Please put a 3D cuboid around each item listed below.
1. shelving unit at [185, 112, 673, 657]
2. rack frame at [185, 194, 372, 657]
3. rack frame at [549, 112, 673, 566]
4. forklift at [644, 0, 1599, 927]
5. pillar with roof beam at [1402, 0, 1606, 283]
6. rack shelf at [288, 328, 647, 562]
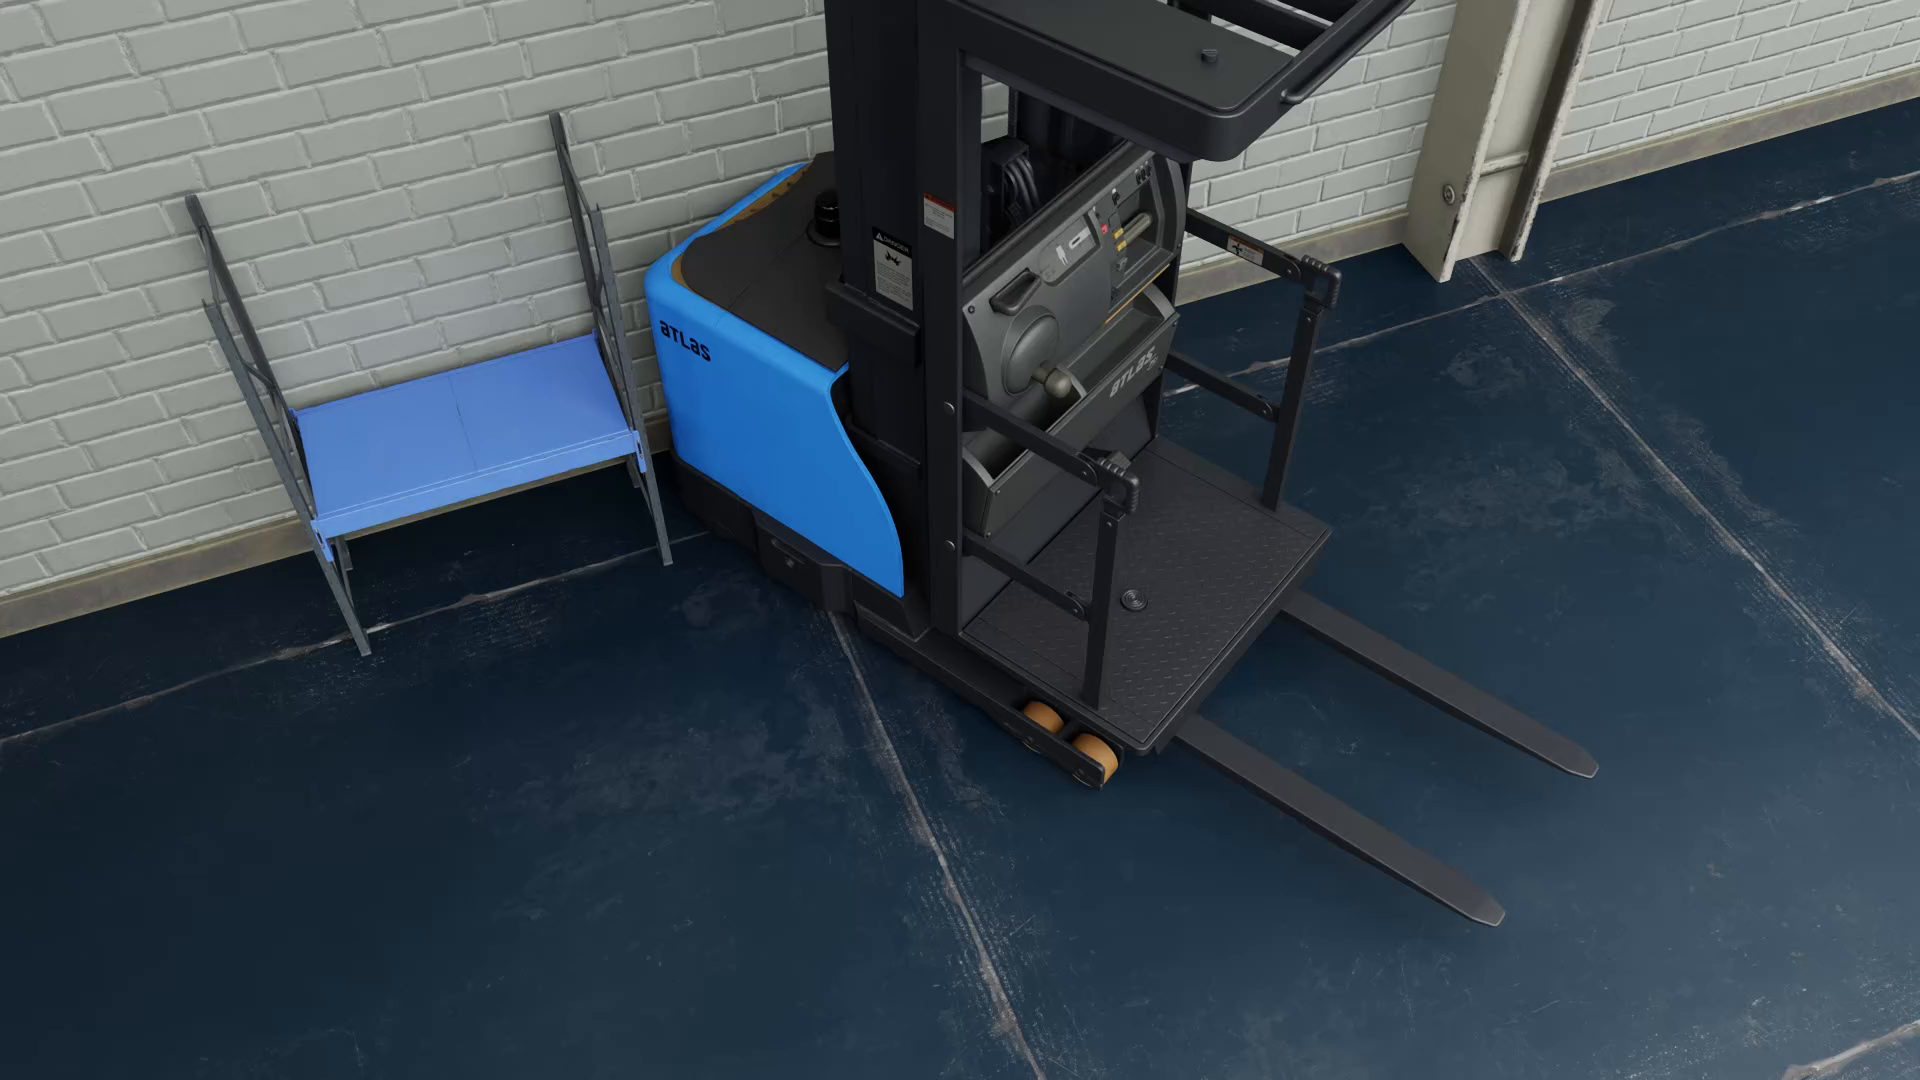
[{"bbox_3d":[-1.559,-0.433,5.133,1.048,1.500,0.538,-17,52,-14],"label":"shelving unit"},{"bbox_3d":[-2.030,-0.287,5.008,0.032,1.500,0.500,-17,52,-14],"label":"rack frame"},{"bbox_3d":[-1.089,-0.579,5.258,0.032,1.500,0.500,-17,52,-14],"label":"rack frame"},{"bbox_3d":[0.488,-0.662,4.386,3.031,2.935,1.130,31,56,24],"label":"forklift"},{"bbox_3d":[3.662,-1.098,0.762,0.400,9.000,9.100,-17,52,-14],"label":"pillar with roof beam"},{"bbox_3d":[-1.559,-0.316,5.270,1.000,0.185,0.538,-17,52,-14],"label":"rack shelf"}]
